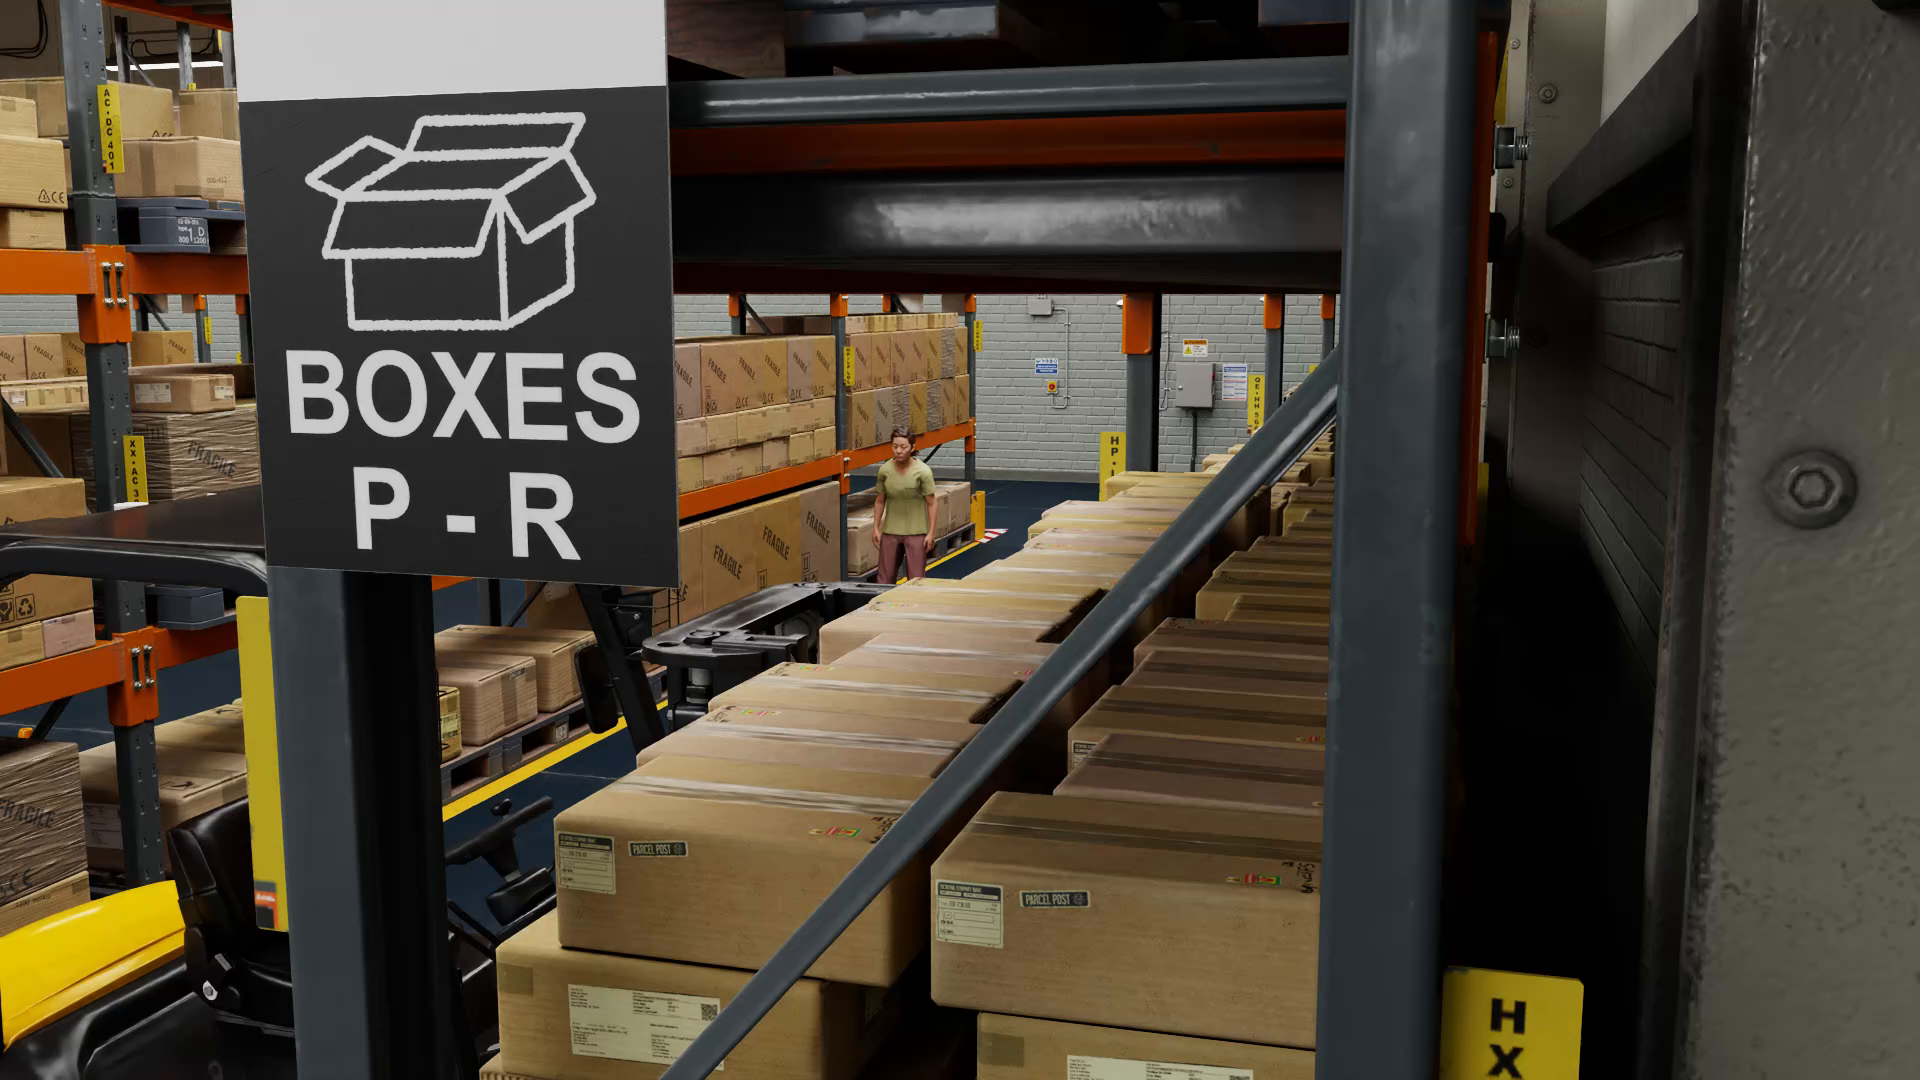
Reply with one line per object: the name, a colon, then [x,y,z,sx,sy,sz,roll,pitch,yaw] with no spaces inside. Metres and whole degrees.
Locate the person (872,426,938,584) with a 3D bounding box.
person: [-0.424,-0.023,12.498,0.498,1.672,0.360,2,9,16]
